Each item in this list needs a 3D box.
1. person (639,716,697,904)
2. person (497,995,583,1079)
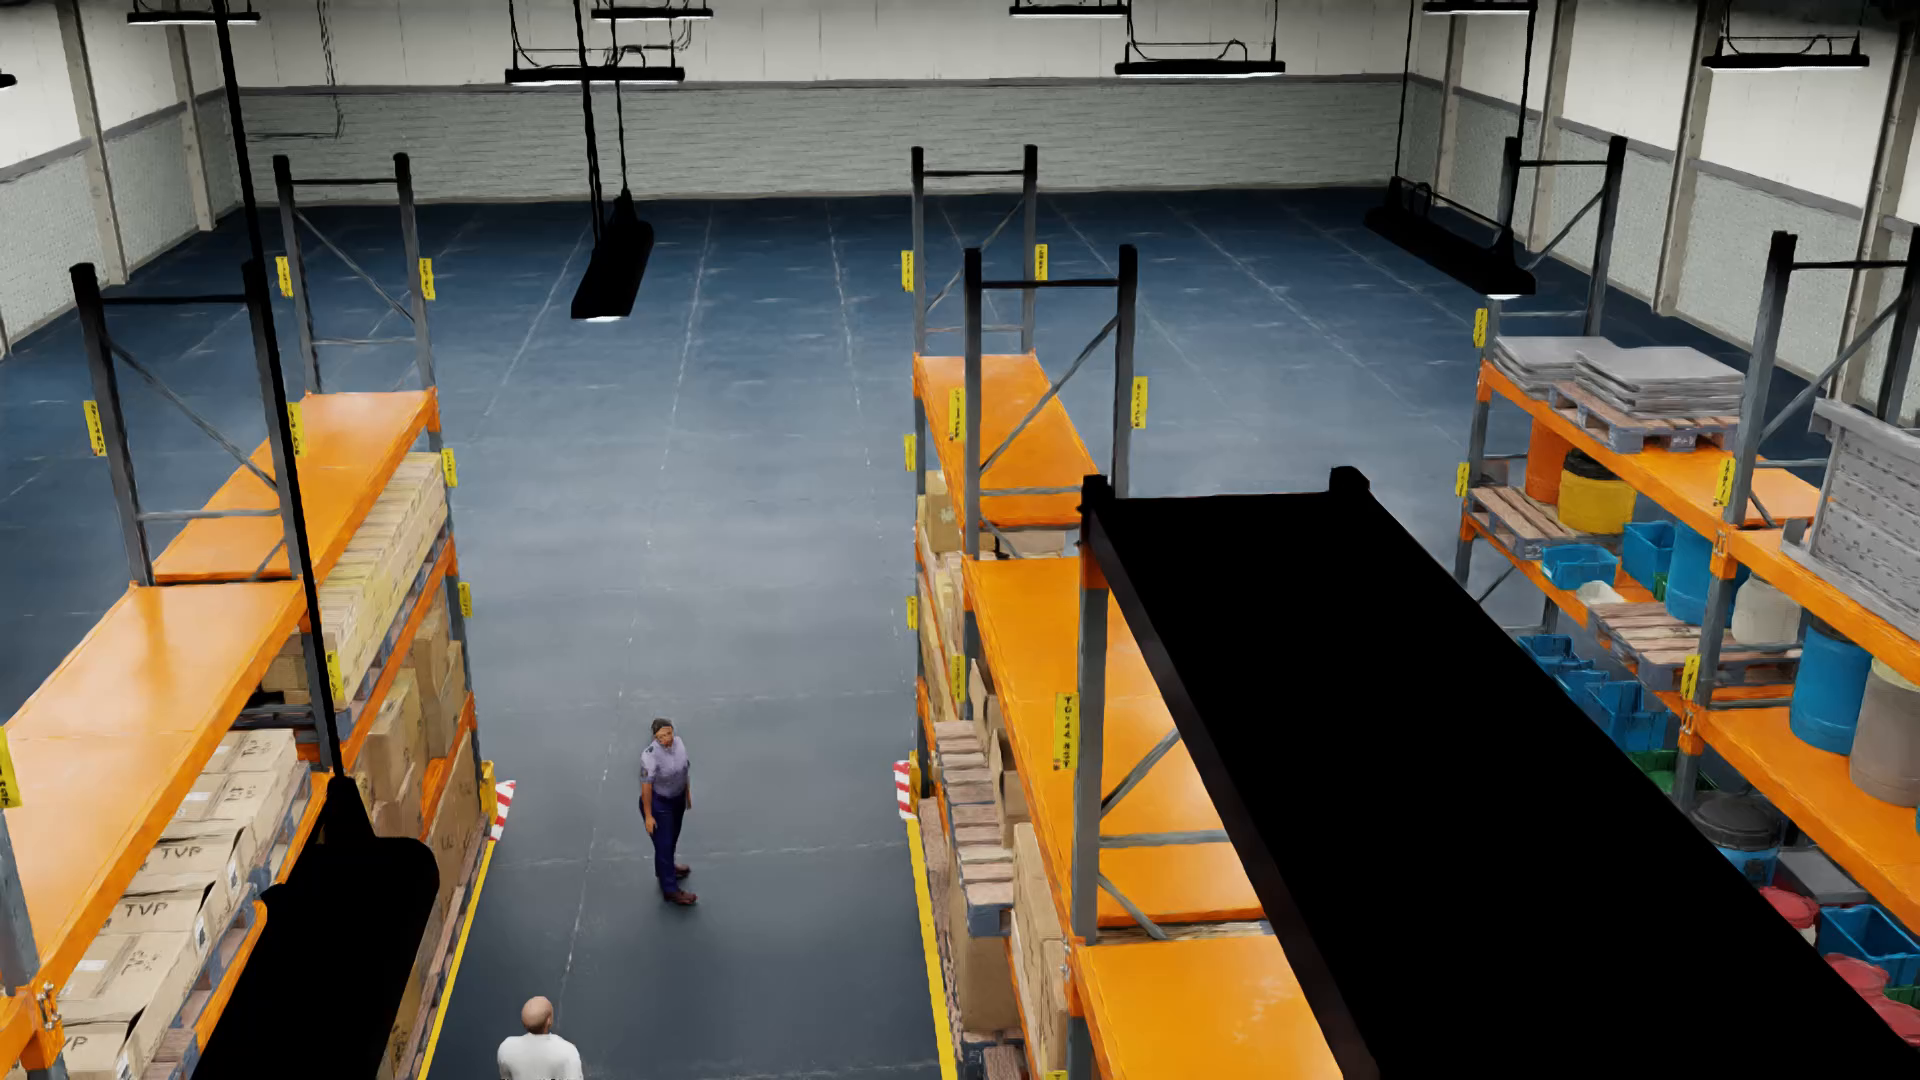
[{"bbox_3d":[-2.411,2.198,13.832,0.550,1.642,0.599,9,23,22],"label":"person"},{"bbox_3d":[-2.546,3.556,10.283,0.575,1.714,1.103,1,22,3],"label":"person"}]
